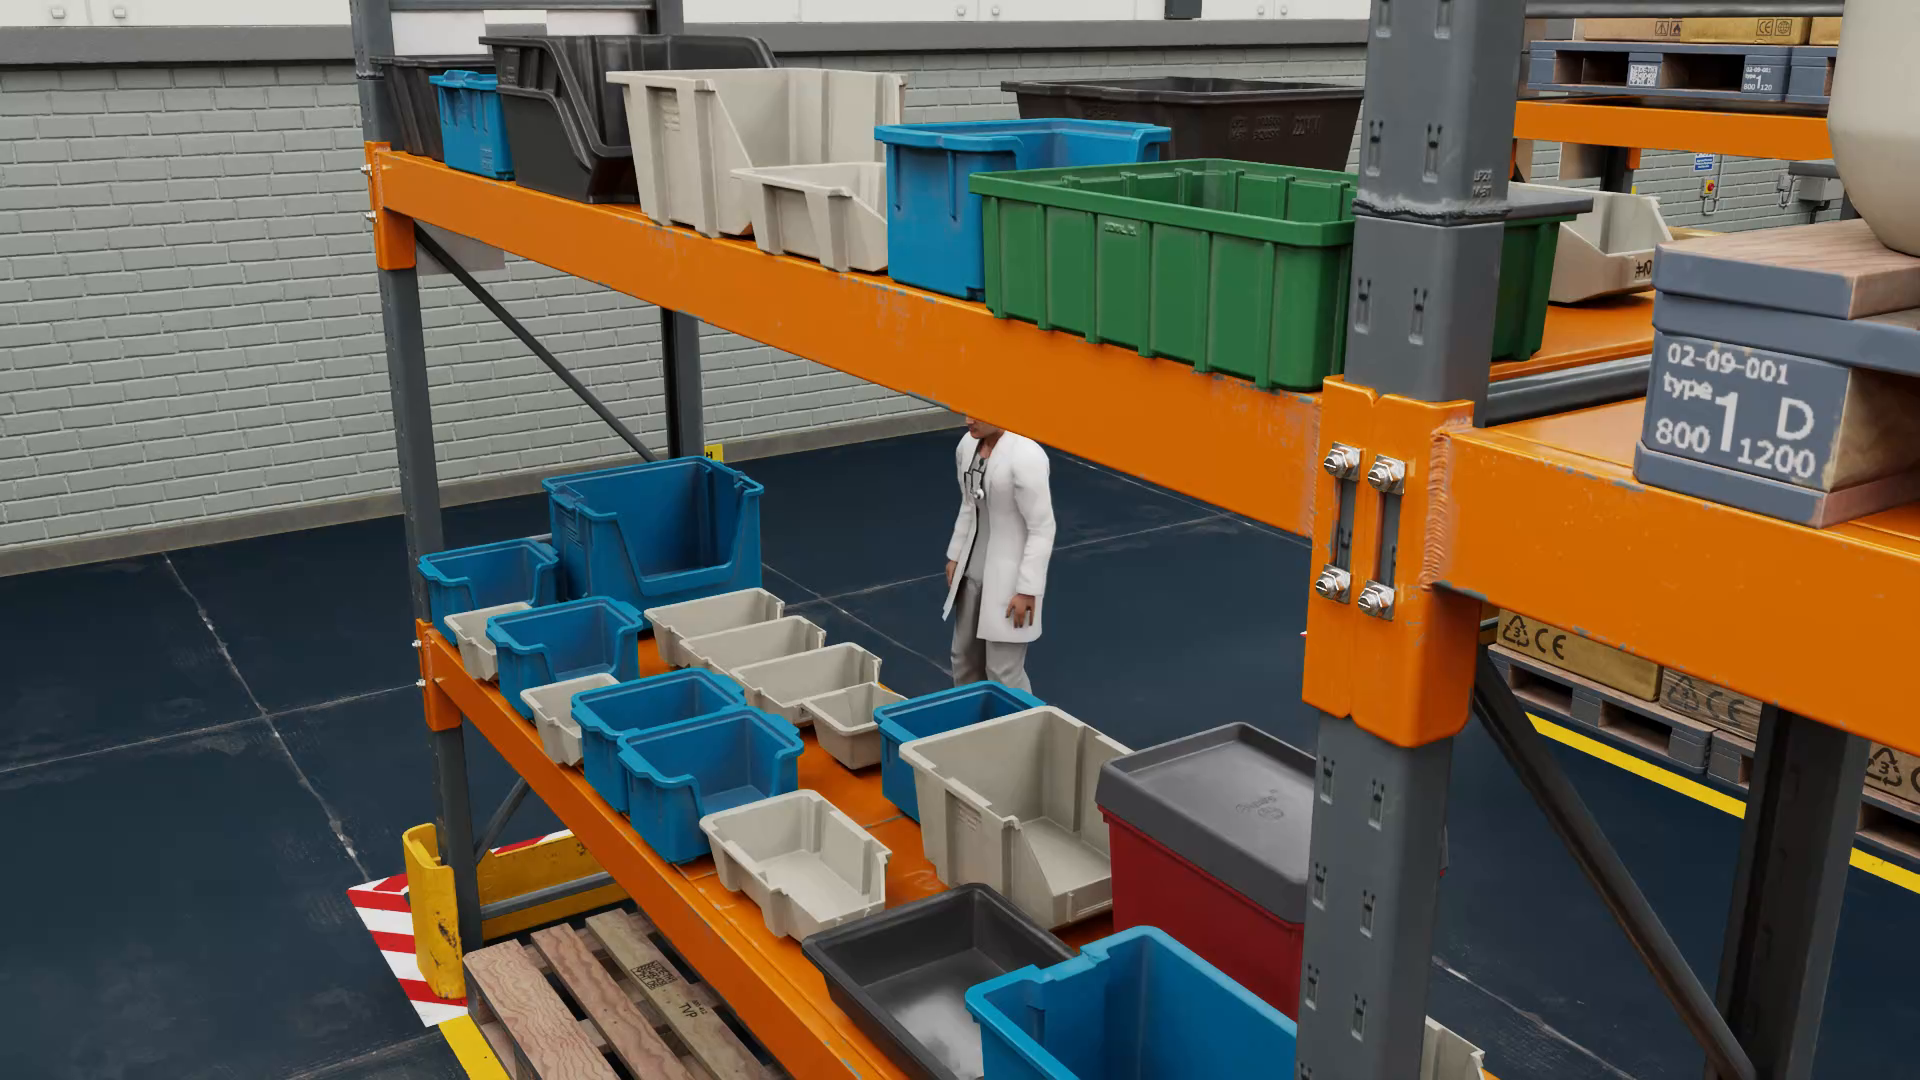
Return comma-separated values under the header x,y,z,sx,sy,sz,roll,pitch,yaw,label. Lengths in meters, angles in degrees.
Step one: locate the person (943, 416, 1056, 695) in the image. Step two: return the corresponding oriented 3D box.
x,y,z,sx,sy,sz,roll,pitch,yaw,label
0.147,0.163,7.071,0.426,1.773,0.640,-12,21,-32,person
